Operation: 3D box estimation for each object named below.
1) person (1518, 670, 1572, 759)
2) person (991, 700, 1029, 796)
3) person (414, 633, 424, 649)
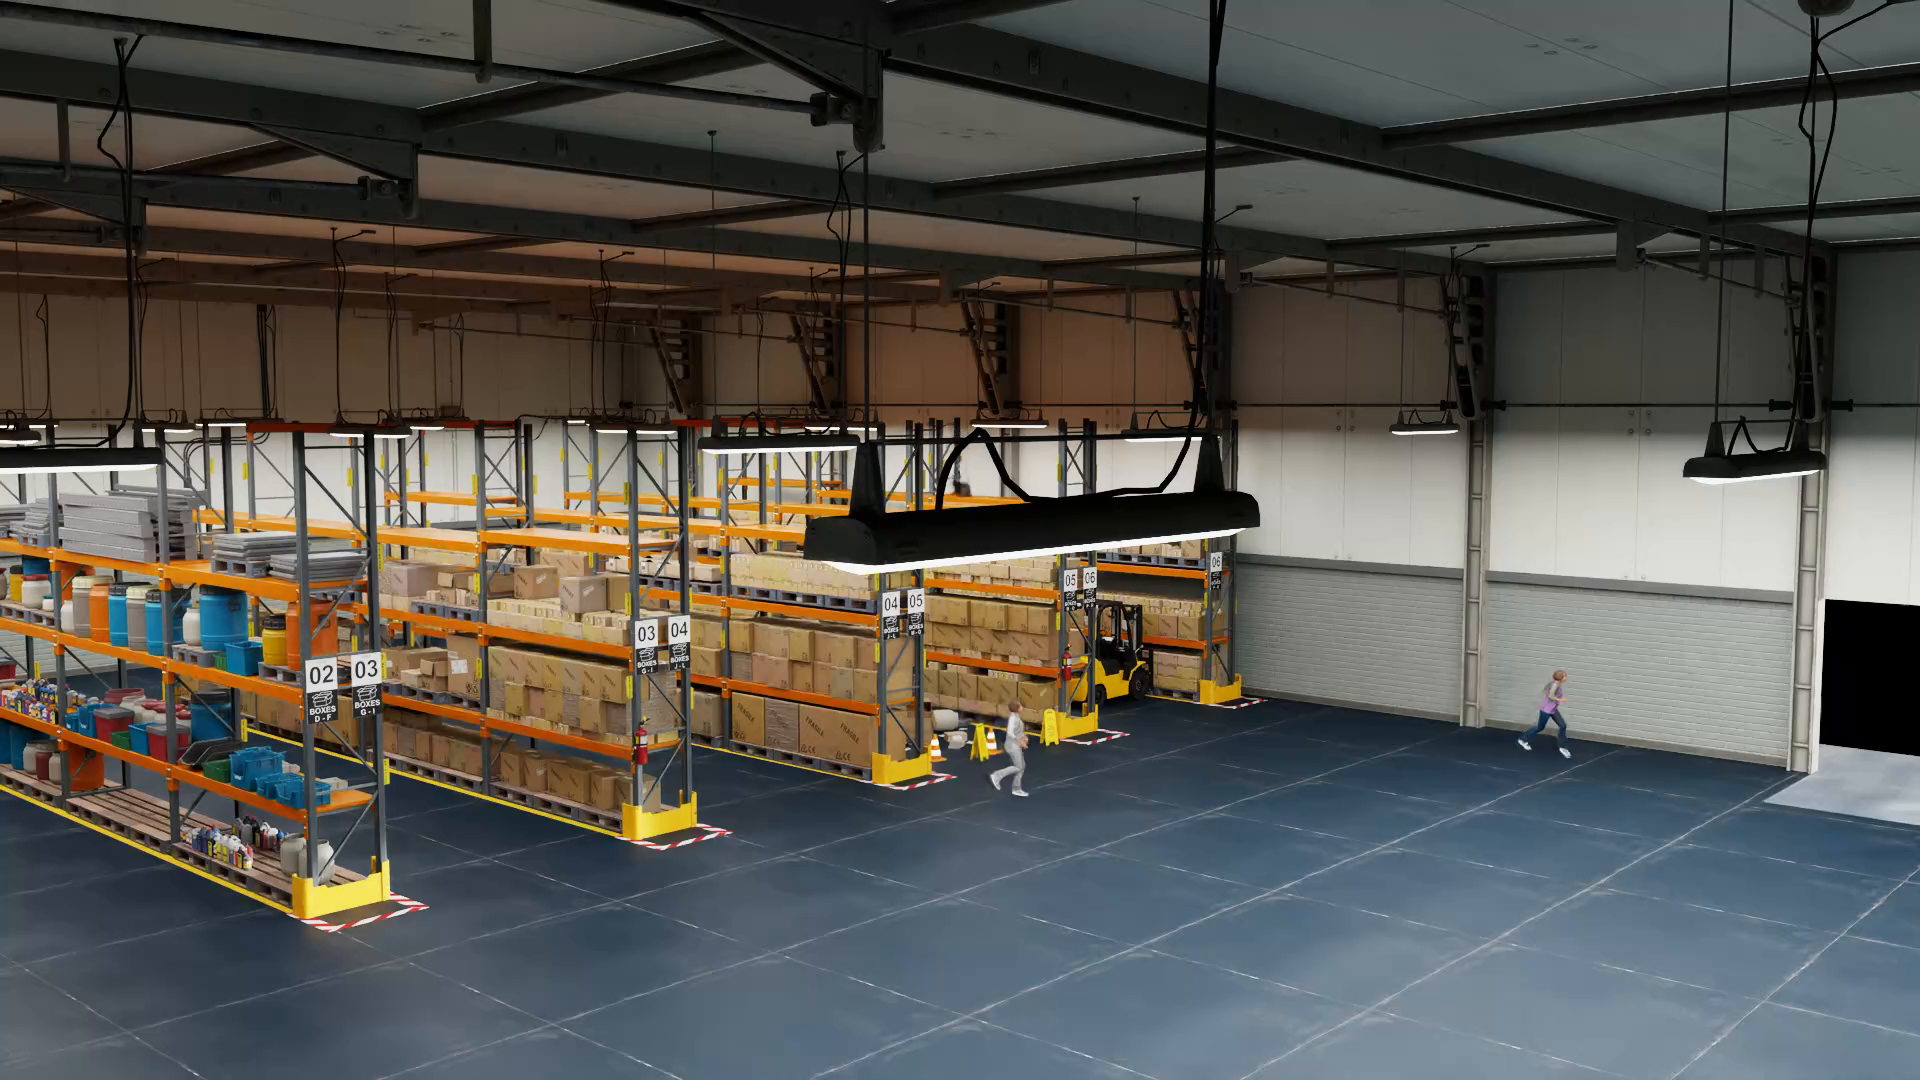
[{"bbox_3d":[10.534,3.107,29.896,0.951,1.596,0.539,3,6,35],"label":"person"},{"bbox_3d":[0.810,3.368,26.920,0.614,1.572,0.539,0,5,3],"label":"person"},{"bbox_3d":[-13.056,2.198,40.122,0.663,1.739,0.538,3,6,35],"label":"person"}]
